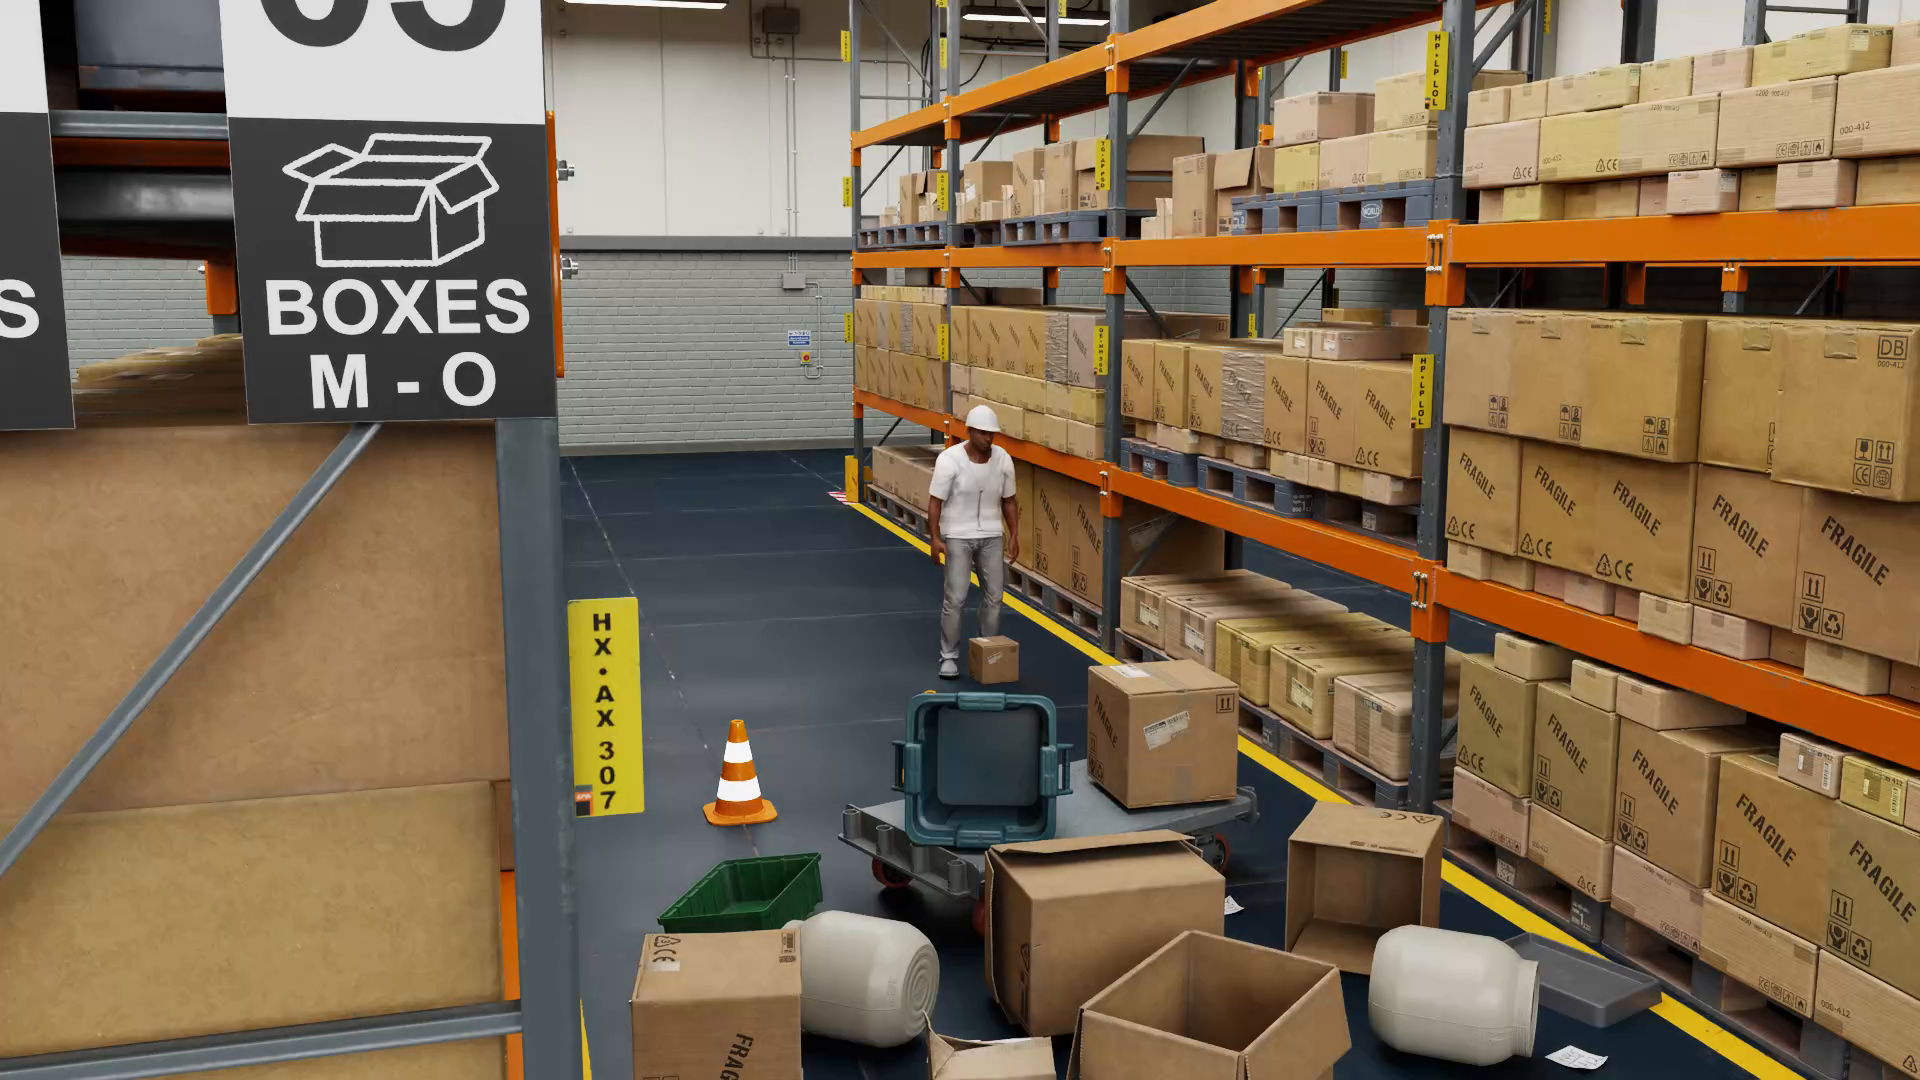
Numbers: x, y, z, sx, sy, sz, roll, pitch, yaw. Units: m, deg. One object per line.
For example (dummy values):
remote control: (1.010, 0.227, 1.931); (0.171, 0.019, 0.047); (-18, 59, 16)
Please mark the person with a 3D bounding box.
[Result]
person: (0.096, -0.001, 10.831); (0.626, 1.757, 0.458); (-3, 10, -20)
